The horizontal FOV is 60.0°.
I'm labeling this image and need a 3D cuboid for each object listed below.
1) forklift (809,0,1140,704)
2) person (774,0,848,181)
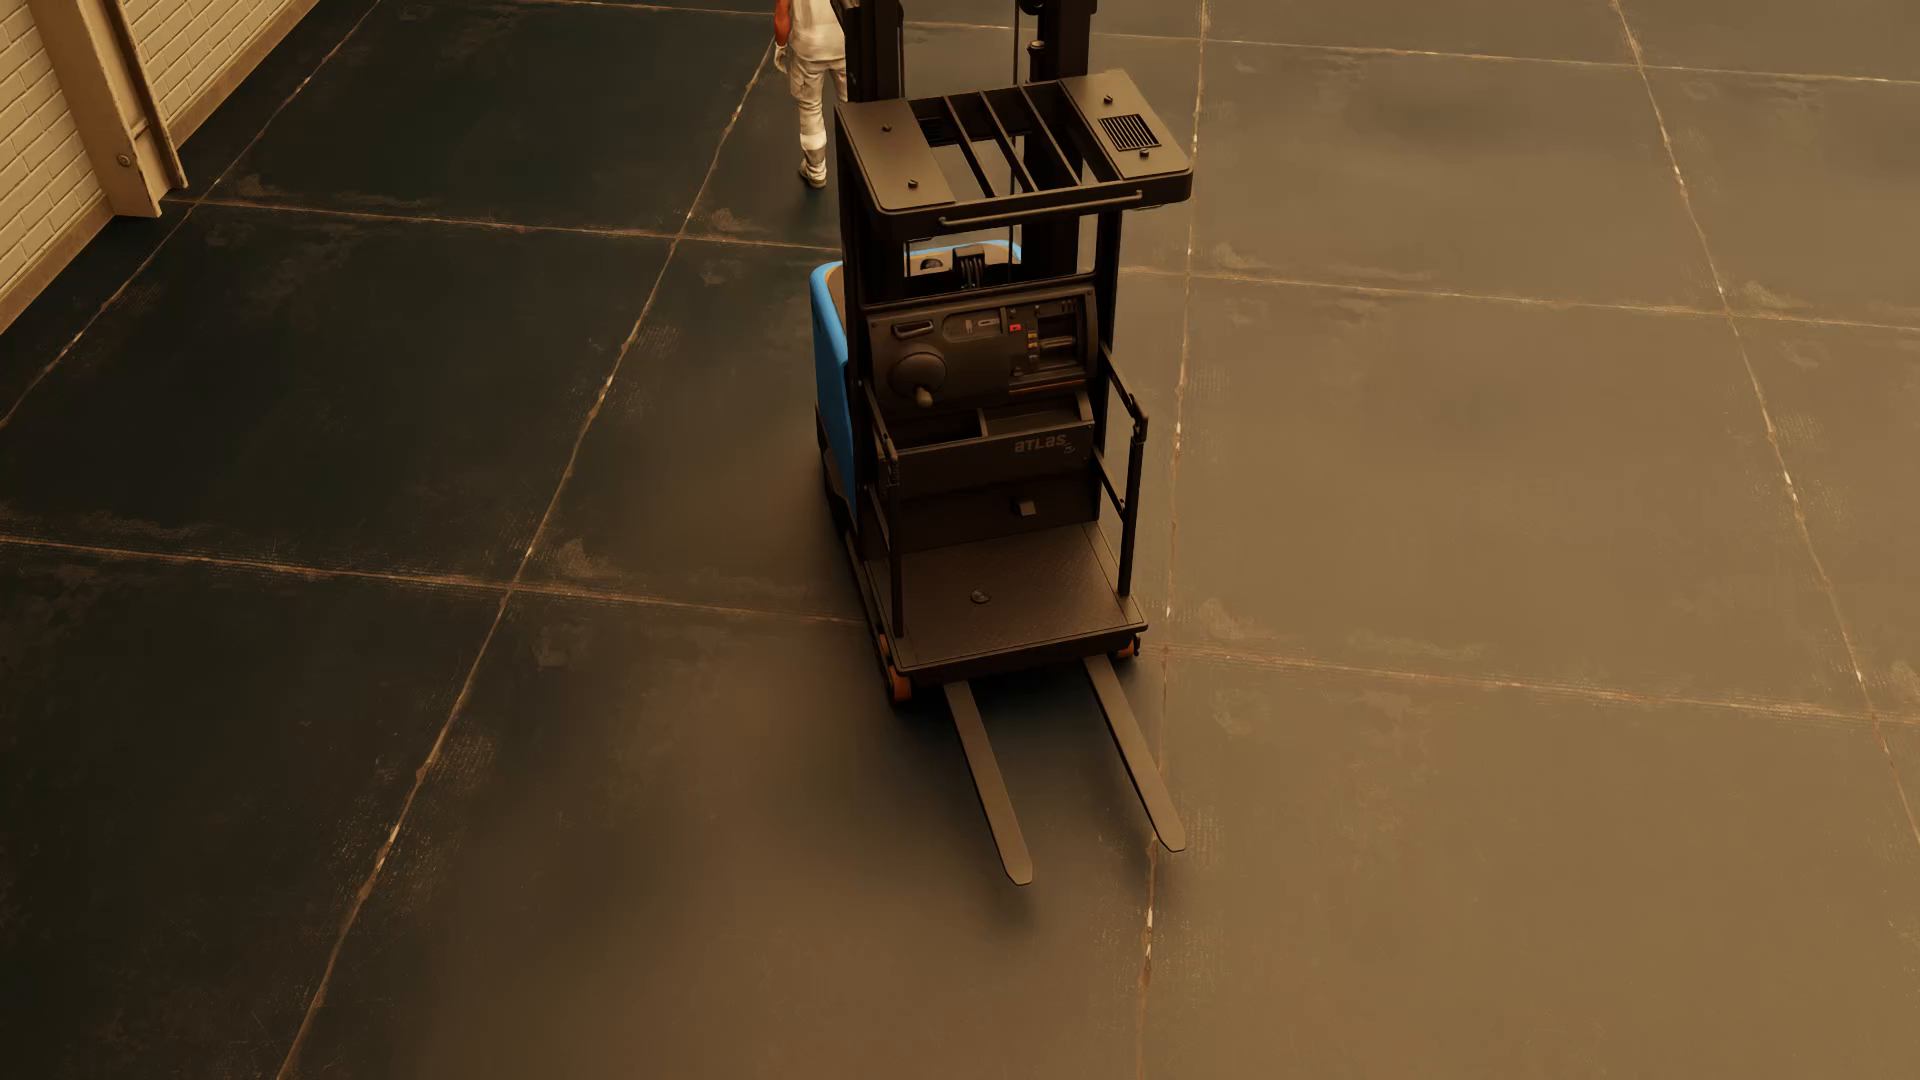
[{"bbox_3d":[0.153,-0.681,6.465,1.130,2.935,3.031,-10,44,-11],"label":"forklift"},{"bbox_3d":[-0.798,-2.931,9.727,0.609,1.719,0.453,-10,44,-11],"label":"person"}]
